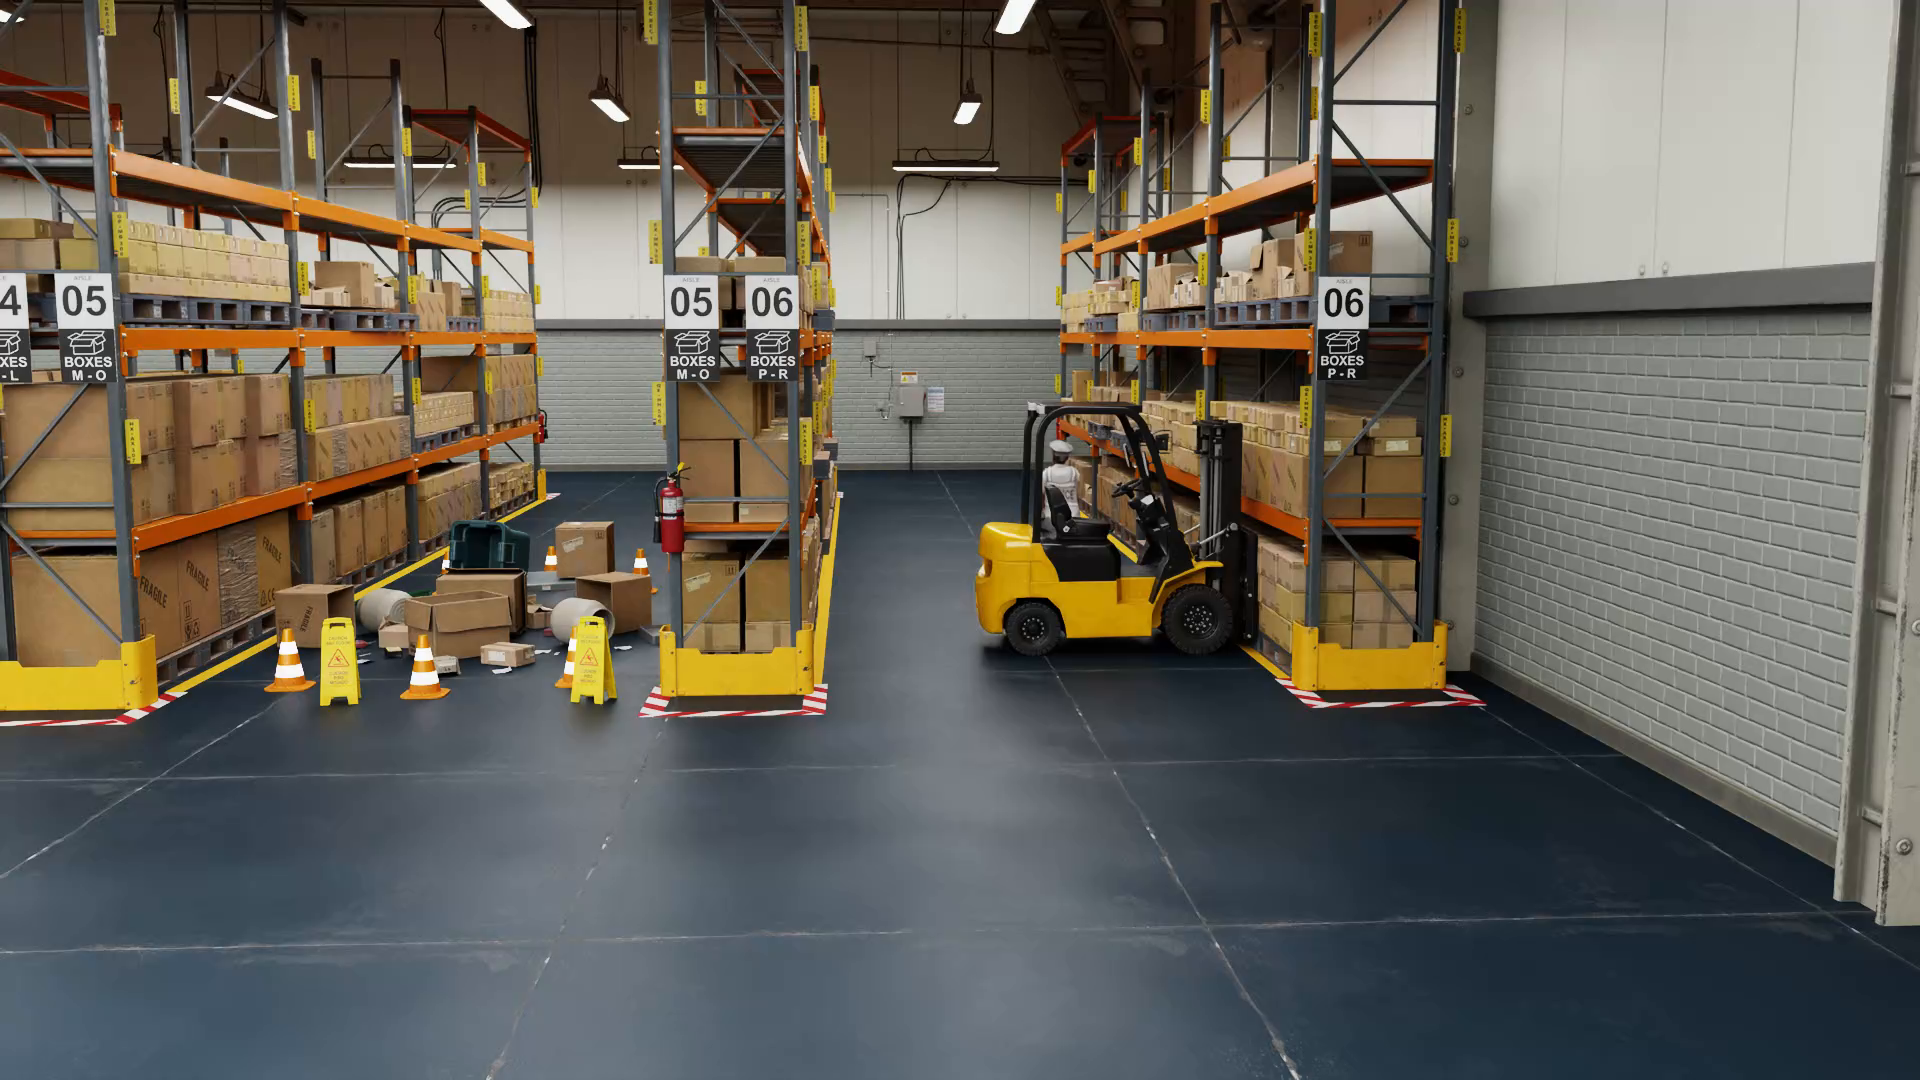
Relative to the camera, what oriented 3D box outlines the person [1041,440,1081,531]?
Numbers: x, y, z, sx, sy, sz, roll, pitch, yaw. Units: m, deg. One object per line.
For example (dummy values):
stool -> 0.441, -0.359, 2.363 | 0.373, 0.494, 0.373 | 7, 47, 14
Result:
person -> 1.029, -0.195, 17.274 | 0.423, 1.691, 0.521 | -1, 7, -5
